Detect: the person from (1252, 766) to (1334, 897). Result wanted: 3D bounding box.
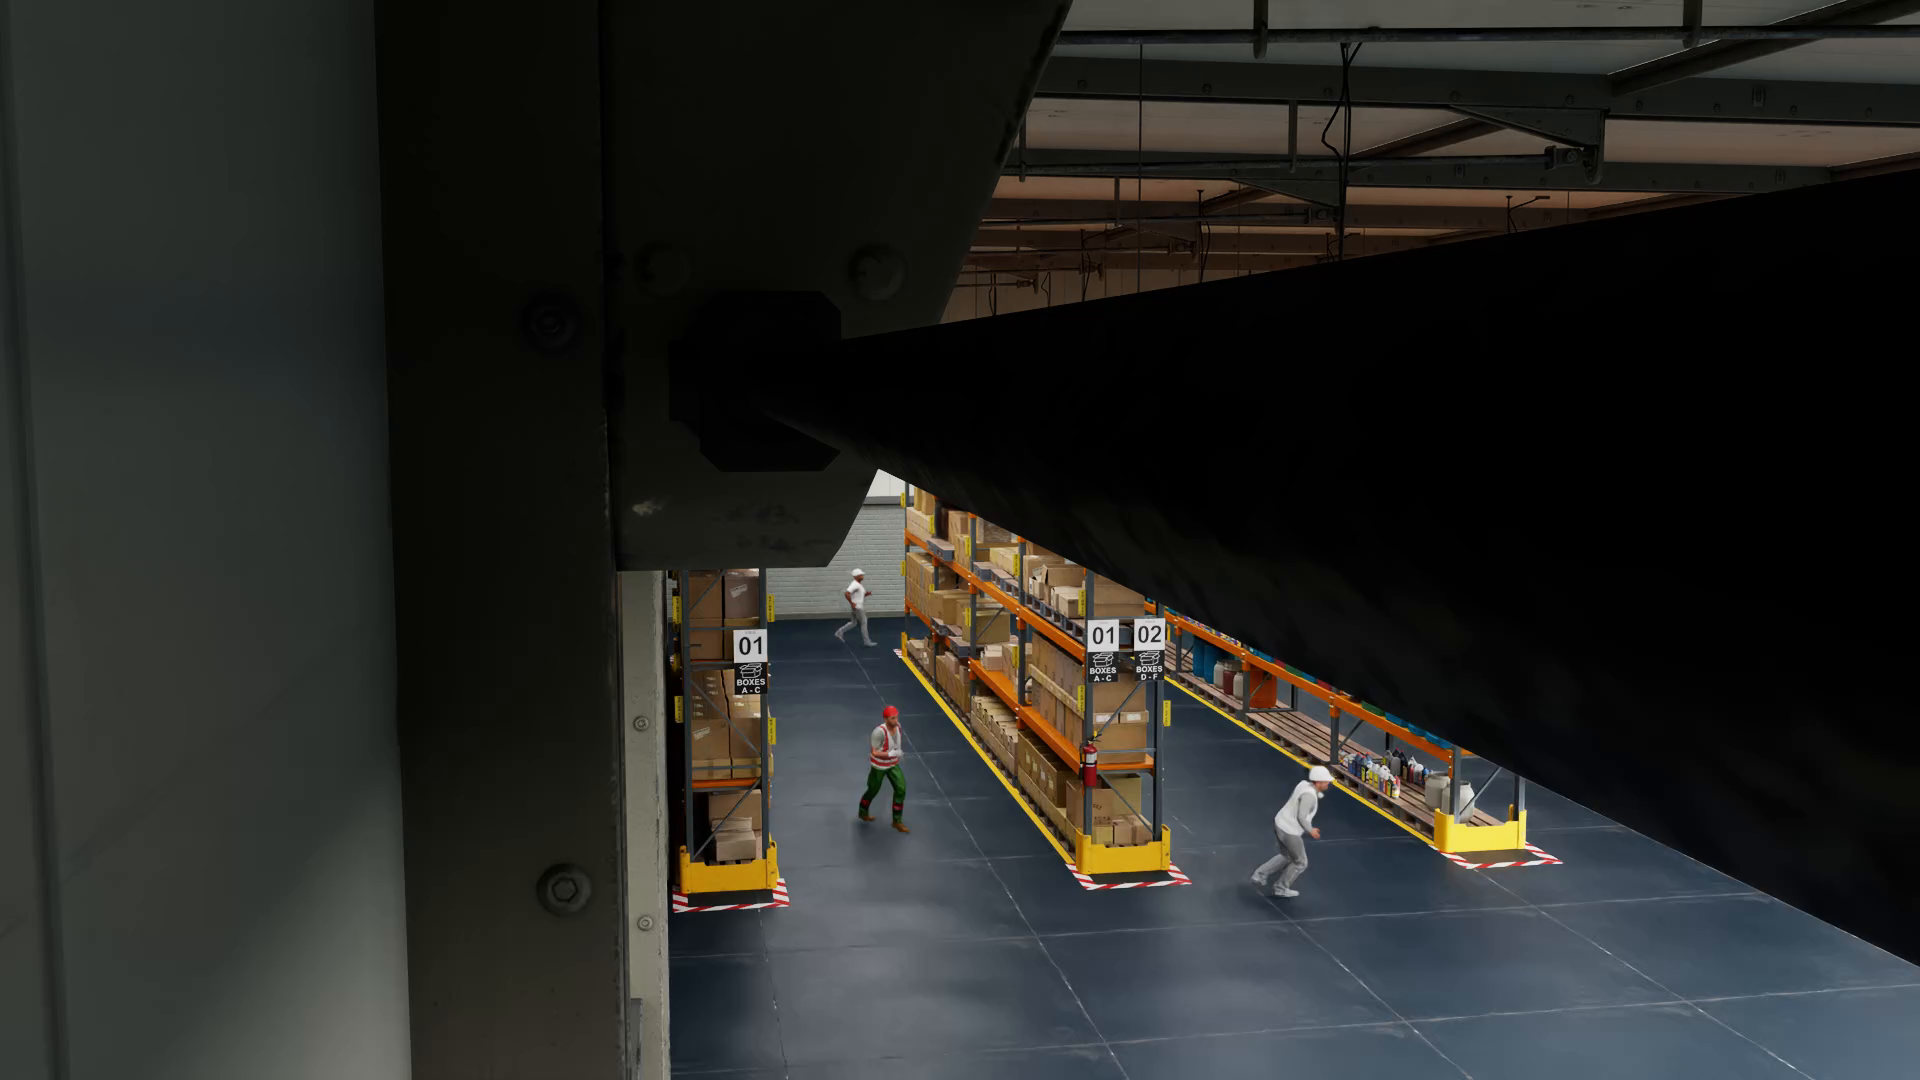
[{"bbox_3d":[3.983,3.470,19.866,0.909,1.619,0.645,0,6,4],"label":"person"}]

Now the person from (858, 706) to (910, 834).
[{"bbox_3d":[-1.020,3.102,22.747,0.695,1.753,0.985,-5,8,-40],"label":"person"}]

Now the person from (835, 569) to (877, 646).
[{"bbox_3d":[-2.358,1.525,37.633,0.976,1.748,0.686,-1,6,-7],"label":"person"}]
